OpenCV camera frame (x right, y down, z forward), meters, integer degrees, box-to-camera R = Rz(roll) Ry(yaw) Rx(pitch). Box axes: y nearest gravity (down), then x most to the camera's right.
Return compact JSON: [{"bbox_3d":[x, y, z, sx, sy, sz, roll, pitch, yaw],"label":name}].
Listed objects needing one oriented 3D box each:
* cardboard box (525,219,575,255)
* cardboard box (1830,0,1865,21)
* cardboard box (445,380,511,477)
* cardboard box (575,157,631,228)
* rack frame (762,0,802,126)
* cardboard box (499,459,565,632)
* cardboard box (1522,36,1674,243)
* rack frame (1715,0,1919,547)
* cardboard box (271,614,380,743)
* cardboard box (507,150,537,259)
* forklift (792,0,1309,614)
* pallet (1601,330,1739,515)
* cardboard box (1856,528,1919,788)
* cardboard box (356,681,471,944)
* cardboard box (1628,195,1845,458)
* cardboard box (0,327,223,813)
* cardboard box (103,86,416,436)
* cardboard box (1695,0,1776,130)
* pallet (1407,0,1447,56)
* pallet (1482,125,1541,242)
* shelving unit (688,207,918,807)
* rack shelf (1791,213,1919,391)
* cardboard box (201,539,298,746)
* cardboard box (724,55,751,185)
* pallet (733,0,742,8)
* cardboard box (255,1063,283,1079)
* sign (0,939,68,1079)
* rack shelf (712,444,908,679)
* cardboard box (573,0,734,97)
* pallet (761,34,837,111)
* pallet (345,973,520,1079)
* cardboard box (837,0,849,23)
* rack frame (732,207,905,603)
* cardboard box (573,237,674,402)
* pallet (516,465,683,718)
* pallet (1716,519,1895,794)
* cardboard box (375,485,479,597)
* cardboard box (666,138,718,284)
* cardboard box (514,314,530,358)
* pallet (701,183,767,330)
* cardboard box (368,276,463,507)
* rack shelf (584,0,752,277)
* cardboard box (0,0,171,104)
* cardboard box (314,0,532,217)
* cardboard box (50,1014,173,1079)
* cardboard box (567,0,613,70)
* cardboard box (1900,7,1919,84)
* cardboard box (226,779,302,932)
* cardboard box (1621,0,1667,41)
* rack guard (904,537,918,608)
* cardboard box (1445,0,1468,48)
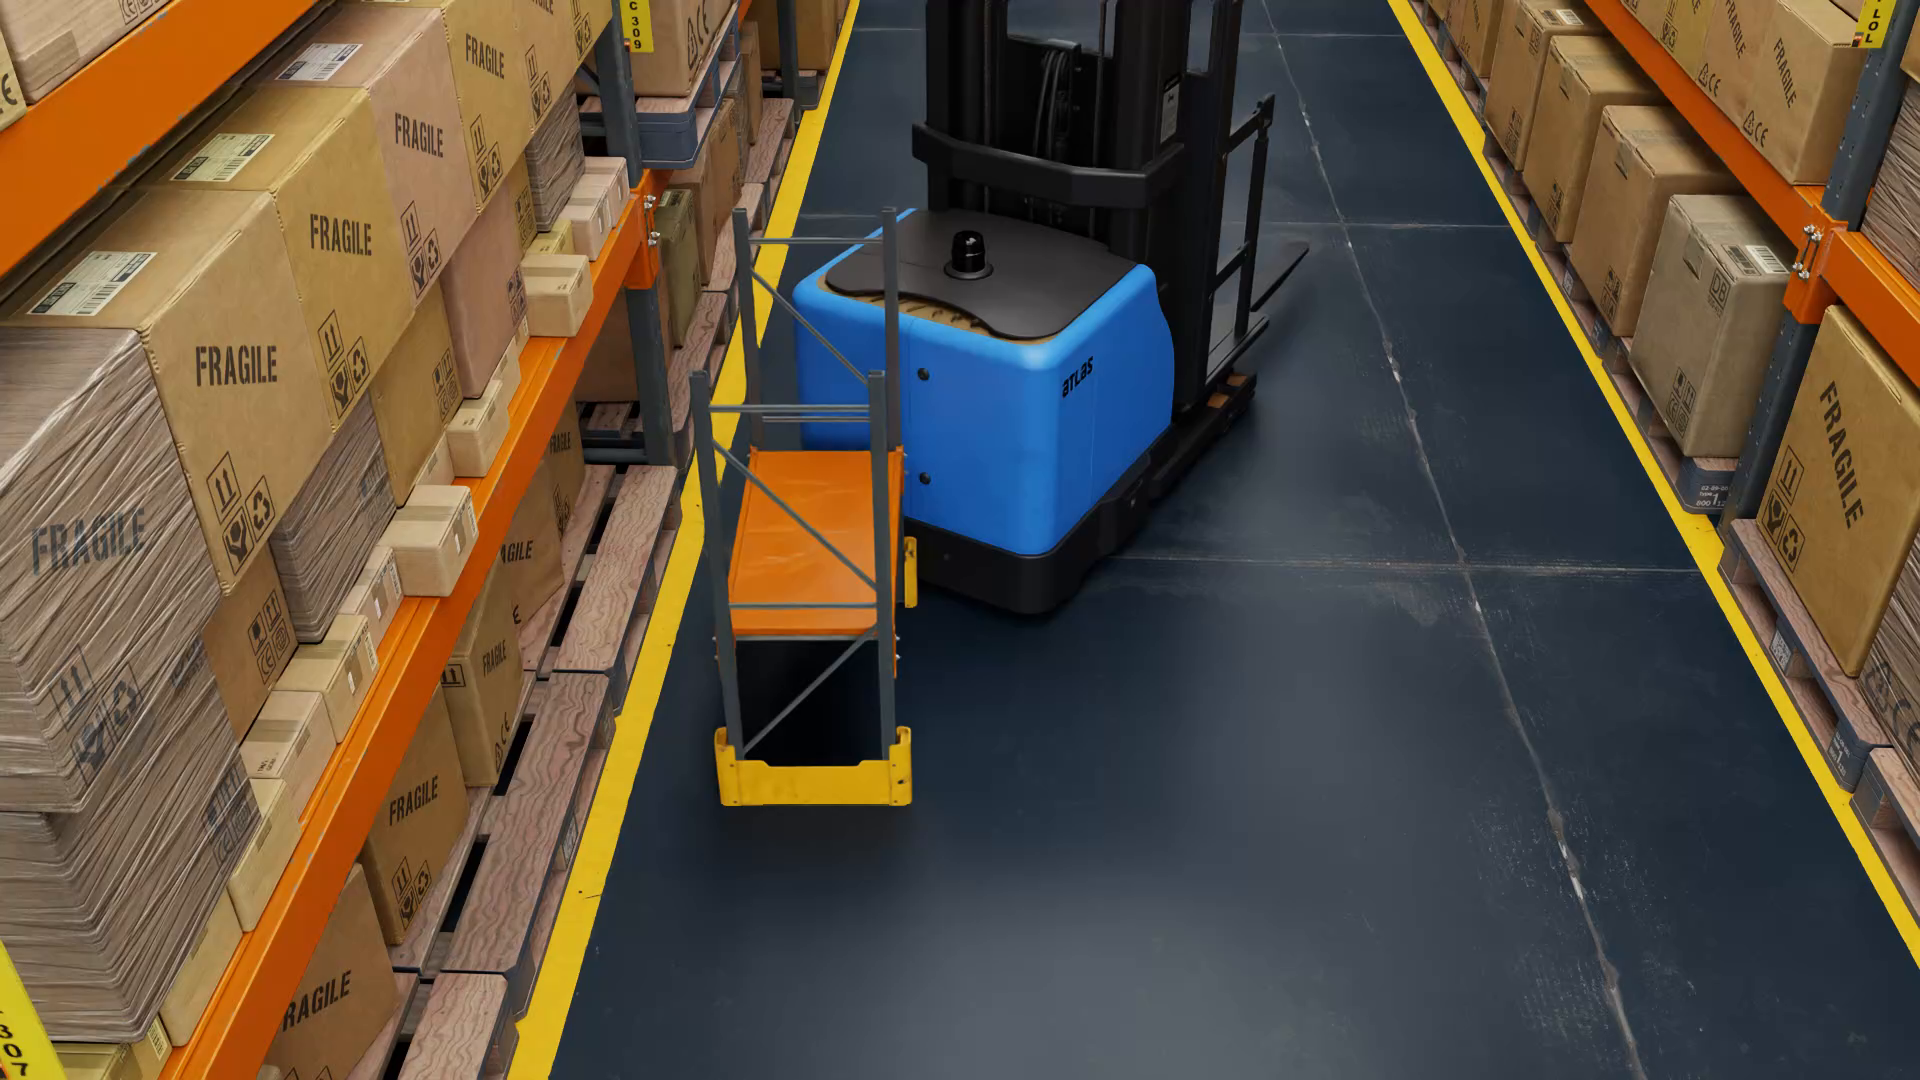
[{"bbox_3d":[-1.399,-0.867,5.094,0.380,0.149,0.250,1,35,2],"label":"cardboard box"},{"bbox_3d":[3.371,-1.949,5.457,0.700,0.500,0.500,1,35,1],"label":"cardboard box"},{"bbox_3d":[-1.385,-0.291,4.274,0.380,0.149,0.250,1,35,2],"label":"cardboard box"},{"bbox_3d":[-1.310,-1.153,5.500,0.380,0.149,0.250,1,35,2],"label":"cardboard box"},{"bbox_3d":[-1.434,-3.684,8.883,1.000,3.000,0.127,1,35,2],"label":"rack frame"},{"bbox_3d":[-1.666,0.023,5.417,0.500,0.500,0.500,12,37,17],"label":"cardboard box"},{"bbox_3d":[3.372,-1.913,7.954,1.050,0.750,0.750,2,35,3],"label":"cardboard box"},{"bbox_3d":[3.357,-1.213,5.368,1.000,3.000,0.127,1,35,2],"label":"rack frame"},{"bbox_3d":[-1.445,0.283,3.457,0.380,0.149,0.250,1,35,2],"label":"cardboard box"},{"bbox_3d":[-1.730,-1.005,4.726,0.875,0.500,0.500,1,35,2],"label":"cardboard box"},{"bbox_3d":[0.593,-1.764,6.210,1.130,2.935,3.031,19,39,24],"label":"forklift"},{"bbox_3d":[3.313,-0.517,6.803,1.003,0.211,1.213,1,35,2],"label":"pallet"},{"bbox_3d":[3.229,0.362,4.609,0.875,0.875,0.875,2,35,2],"label":"cardboard box"},{"bbox_3d":[-1.680,0.701,4.452,0.500,0.500,0.500,4,35,6],"label":"cardboard box"},{"bbox_3d":[3.292,-0.823,6.404,1.050,0.750,0.750,1,35,2],"label":"cardboard box"},{"bbox_3d":[-1.461,0.031,2.382,0.500,0.500,0.500,1,35,2],"label":"cardboard box"},{"bbox_3d":[-1.415,-0.544,3.199,0.500,0.500,0.500,1,35,2],"label":"cardboard box"},{"bbox_3d":[3.131,-1.850,6.187,0.500,0.500,0.500,1,35,1],"label":"cardboard box"},{"bbox_3d":[3.602,-3.519,11.073,1.003,0.211,1.213,1,35,2],"label":"pallet"},{"bbox_3d":[3.411,-1.919,8.797,1.003,0.211,1.213,1,35,2],"label":"pallet"},{"bbox_3d":[-0.443,-0.109,5.101,0.587,1.500,1.083,0,35,0],"label":"shelving unit"},{"bbox_3d":[3.277,0.230,3.940,1.077,0.370,4.000,1,35,2],"label":"rack shelf"},{"bbox_3d":[-1.806,0.144,3.090,0.875,0.500,0.500,1,35,2],"label":"cardboard box"},{"bbox_3d":[-1.451,-2.137,8.473,0.700,0.500,0.500,-1,35,-2],"label":"cardboard box"},{"bbox_3d":[-1.473,-2.467,7.319,1.003,0.211,1.213,1,35,2],"label":"pallet"},{"bbox_3d":[-1.714,1.405,3.451,0.500,0.500,0.500,8,36,11],"label":"cardboard box"},{"bbox_3d":[-1.213,0.570,2.077,0.100,0.325,0.005,1,35,2],"label":"sign"},{"bbox_3d":[-0.443,0.043,5.197,0.538,0.185,1.000,0,35,0],"label":"rack shelf"},{"bbox_3d":[-1.423,-2.256,5.965,1.000,1.000,1.000,2,35,2],"label":"cardboard box"},{"bbox_3d":[-1.327,-2.994,10.327,1.003,0.211,1.213,1,35,2],"label":"pallet"},{"bbox_3d":[-1.684,1.544,3.870,1.003,0.211,1.213,1,35,2],"label":"pallet"},{"bbox_3d":[-1.342,-3.895,10.665,1.225,0.875,0.875,1,35,2],"label":"cardboard box"},{"bbox_3d":[-0.445,-0.396,5.510,0.500,1.500,0.032,0,35,0],"label":"rack frame"},{"bbox_3d":[-1.549,-0.895,6.707,0.700,0.500,0.500,-1,35,-2],"label":"cardboard box"},{"bbox_3d":[-1.586,0.142,5.865,1.003,0.211,1.213,1,35,2],"label":"pallet"},{"bbox_3d":[3.248,0.363,5.550,1.003,0.211,1.213,1,35,2],"label":"pallet"},{"bbox_3d":[-1.349,-0.003,3.864,0.380,0.149,0.250,1,35,2],"label":"cardboard box"},{"bbox_3d":[-1.489,-1.491,7.553,0.700,0.500,0.500,-2,35,-2],"label":"cardboard box"},{"bbox_3d":[-1.440,-0.580,4.686,0.380,0.149,0.250,1,35,2],"label":"cardboard box"},{"bbox_3d":[-1.519,-1.395,8.052,1.003,0.211,1.213,1,35,2],"label":"pallet"},{"bbox_3d":[-1.711,-0.429,3.906,0.875,0.500,0.500,1,35,2],"label":"cardboard box"},{"bbox_3d":[-1.515,-2.241,7.455,1.077,0.370,4.000,1,35,2],"label":"rack shelf"},{"bbox_3d":[-1.463,-0.821,2.331,0.500,0.250,0.500,1,35,1],"label":"cardboard box"},{"bbox_3d":[-1.378,-1.118,4.017,0.500,0.500,0.500,1,35,2],"label":"cardboard box"},{"bbox_3d":[-1.506,0.857,2.641,0.380,0.149,0.250,1,35,2],"label":"cardboard box"},{"bbox_3d":[-1.338,-1.693,4.835,0.500,0.500,0.500,1,35,2],"label":"cardboard box"},{"bbox_3d":[3.308,-1.505,4.714,0.875,0.550,0.550,1,35,2],"label":"cardboard box"},{"bbox_3d":[-1.452,0.570,3.048,0.380,0.149,0.250,1,35,2],"label":"cardboard box"},{"bbox_3d":[3.169,-2.433,7.016,0.500,0.500,0.500,1,35,1],"label":"cardboard box"},{"bbox_3d":[-0.445,0.116,5.868,0.587,0.250,0.087,0,35,0],"label":"rack guard"},{"bbox_3d":[3.308,-3.343,10.207,0.500,0.500,0.500,3,35,4],"label":"cardboard box"}]
